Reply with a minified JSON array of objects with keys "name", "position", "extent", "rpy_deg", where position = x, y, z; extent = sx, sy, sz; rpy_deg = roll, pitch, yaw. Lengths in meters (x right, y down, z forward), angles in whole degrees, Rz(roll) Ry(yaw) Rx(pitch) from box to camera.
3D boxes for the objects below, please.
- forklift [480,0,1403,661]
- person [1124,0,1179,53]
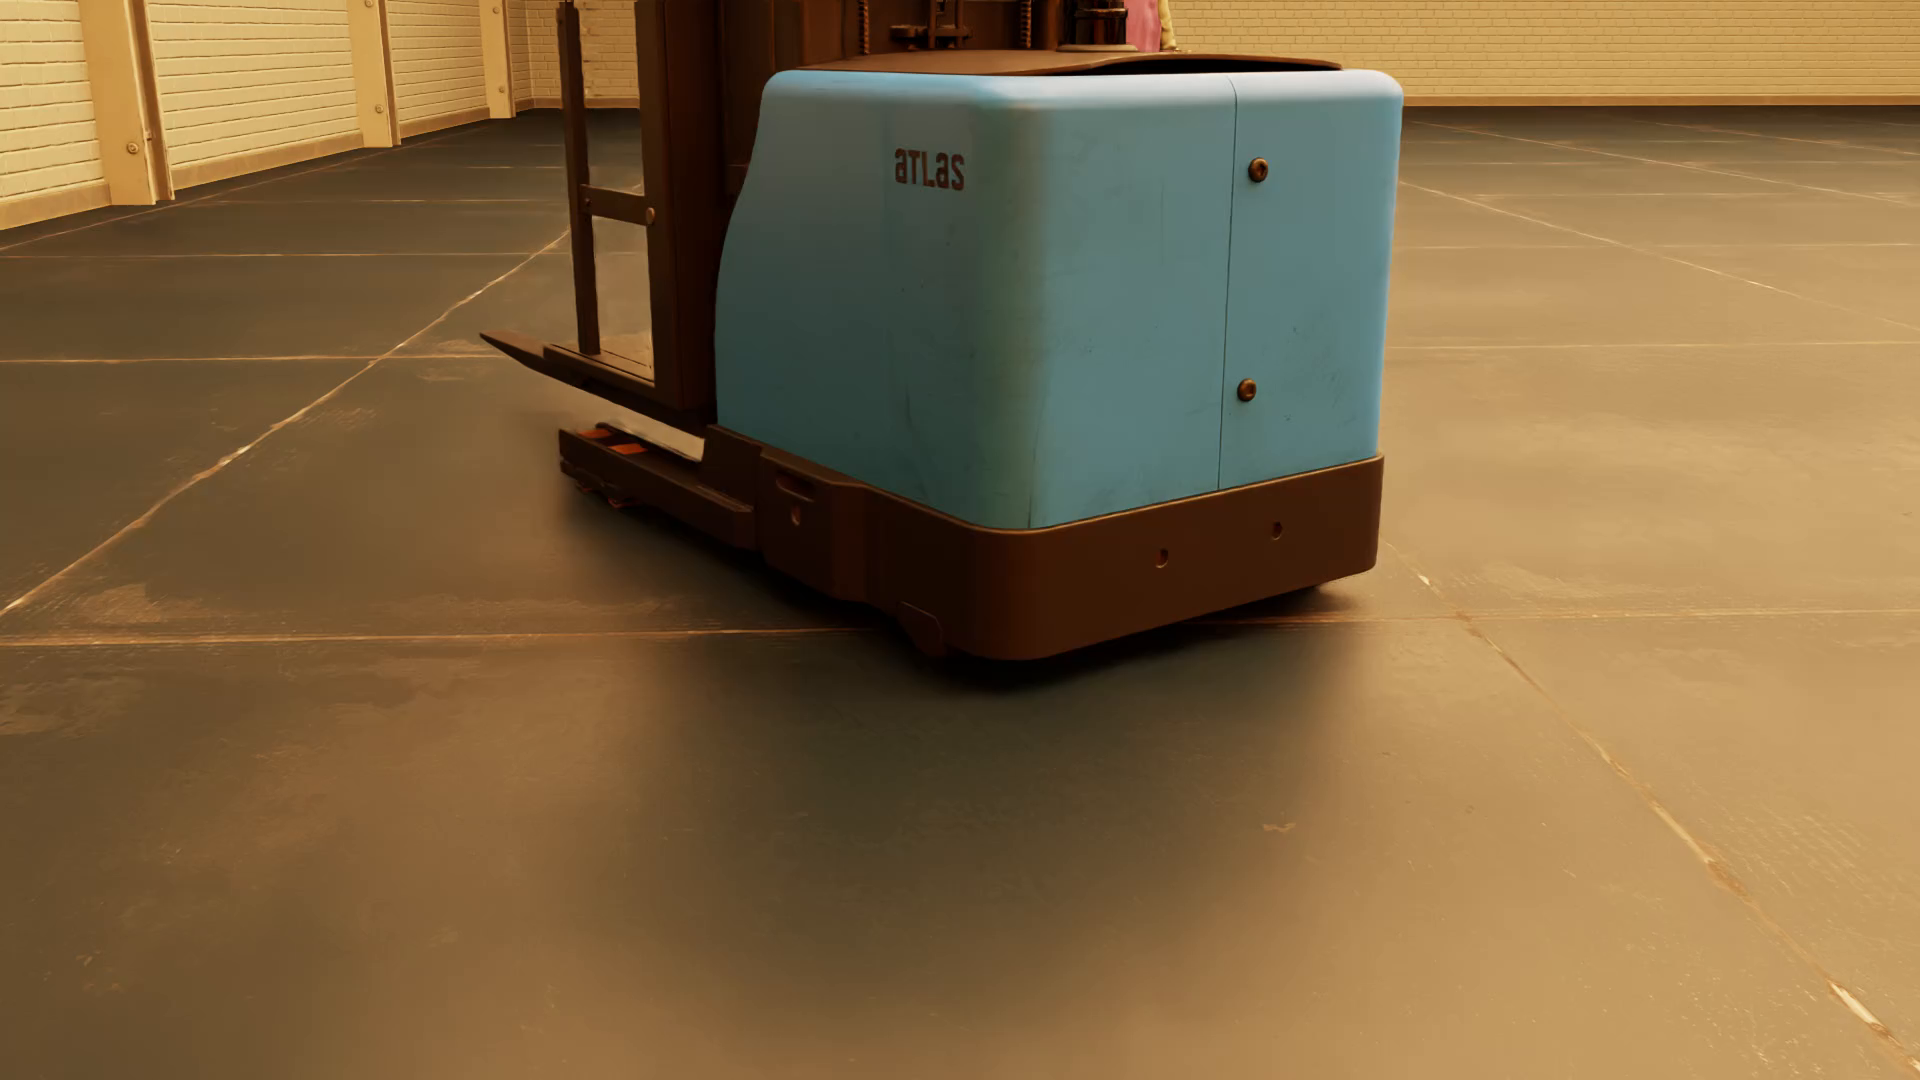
[{"name":"forklift","position":[-0.387,-1.553,3.985],"extent":[1.130,2.935,3.031],"rpy_deg":[-12,21,-34]},{"name":"person","position":[0.634,-1.735,6.860],"extent":[0.519,1.583,0.474],"rpy_deg":[-3,17,-10]}]
